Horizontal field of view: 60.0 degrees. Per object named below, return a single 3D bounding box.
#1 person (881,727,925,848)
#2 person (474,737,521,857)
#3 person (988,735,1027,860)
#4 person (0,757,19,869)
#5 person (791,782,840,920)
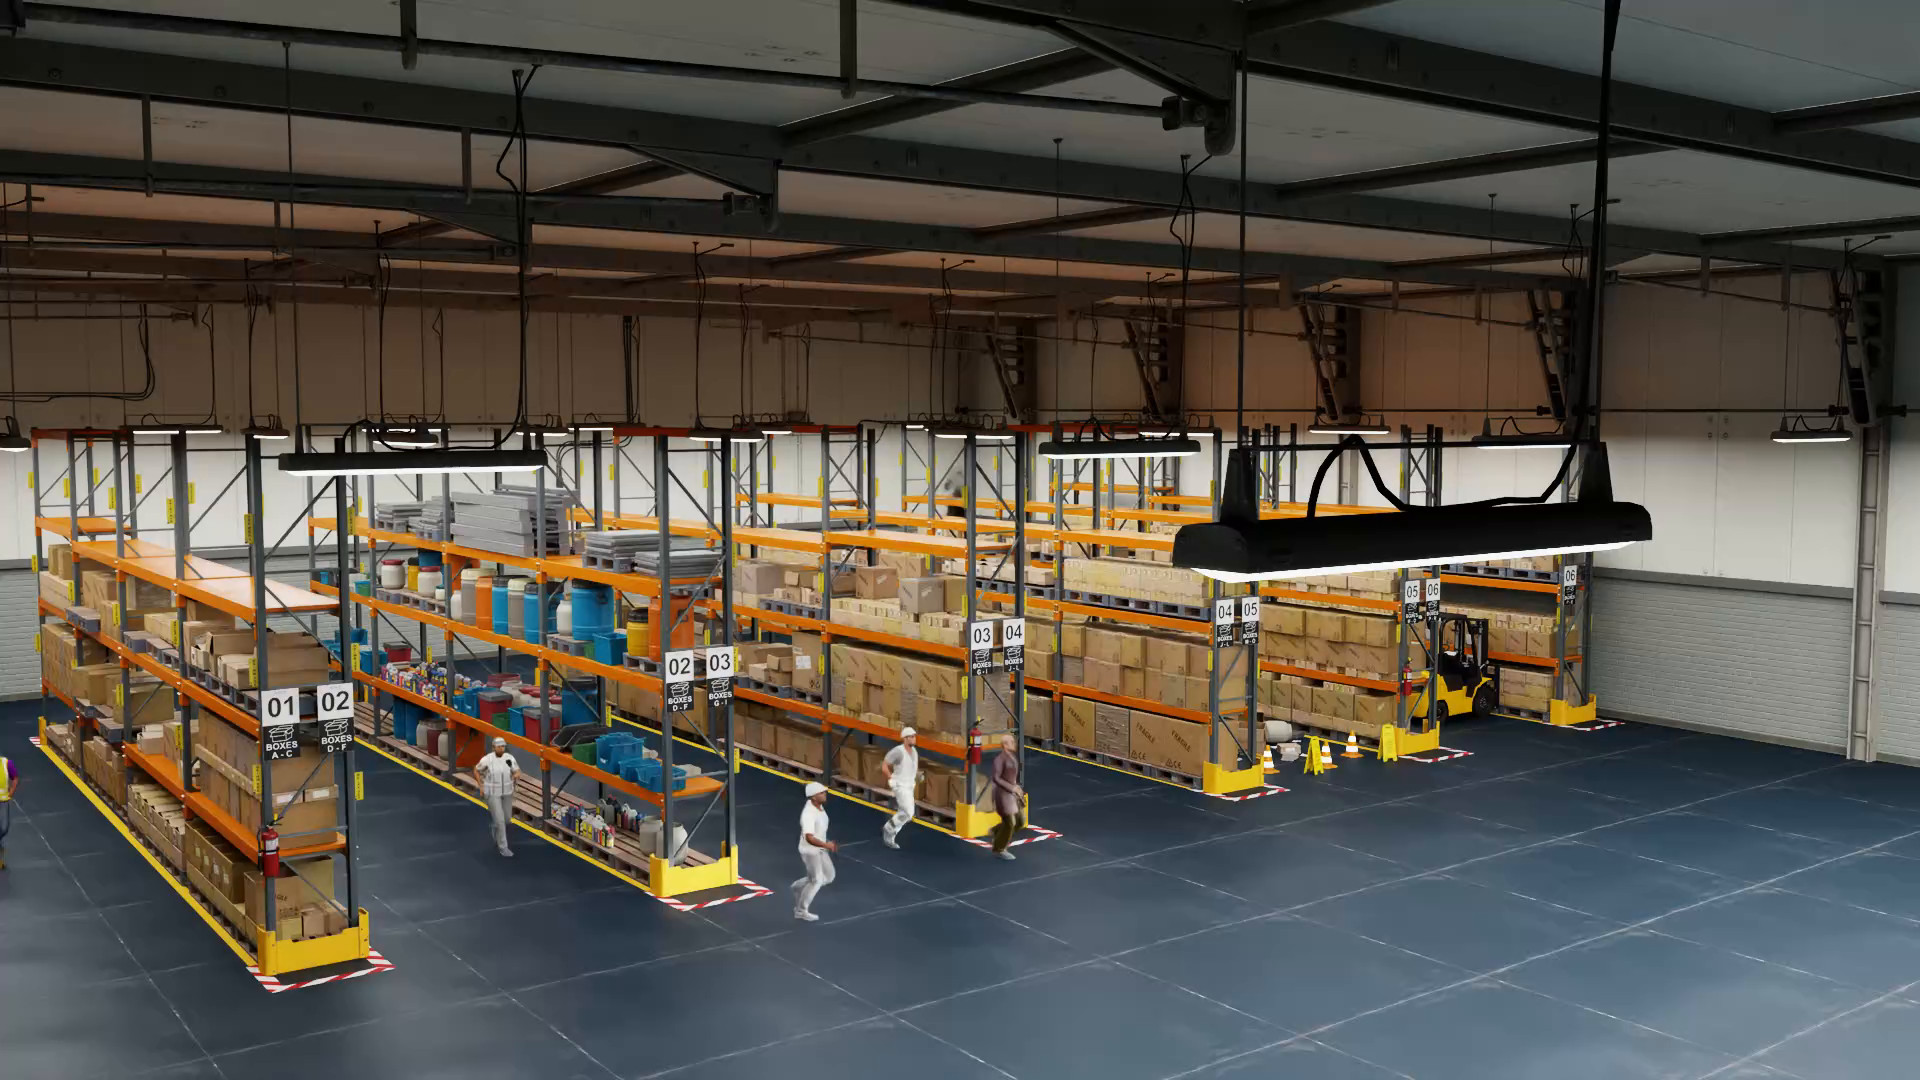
[{"bbox_3d":[-0.775,3.580,24.105,0.554,1.724,0.657,3,5,34],"label":"person"},{"bbox_3d":[-6.590,3.623,23.756,0.608,1.649,0.901,-3,6,-37],"label":"person"},{"bbox_3d":[0.675,3.620,23.536,0.627,1.747,0.761,2,5,22],"label":"person"},{"bbox_3d":[-13.470,3.641,23.142,0.707,1.754,0.777,-4,6,-44],"label":"person"},{"bbox_3d":[-1.798,3.852,20.689,0.647,1.721,0.731,0,4,5],"label":"person"}]
